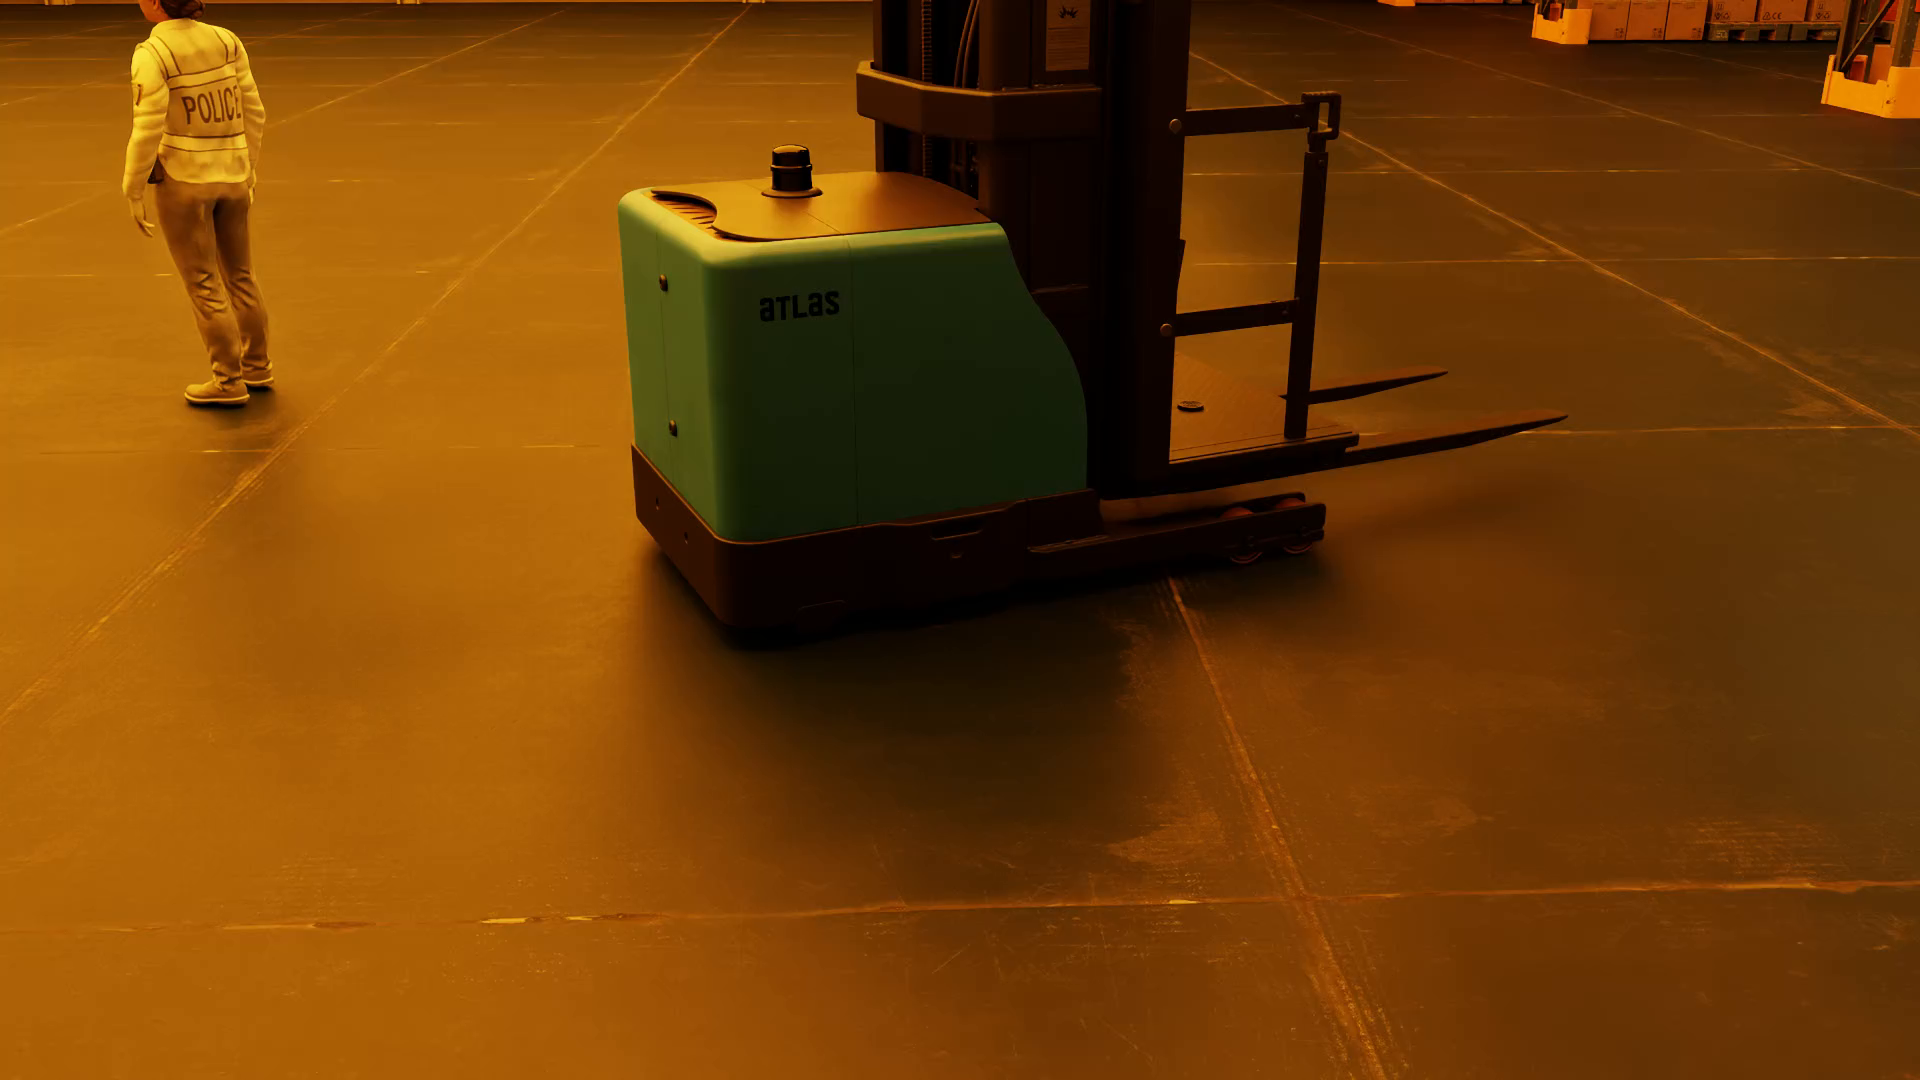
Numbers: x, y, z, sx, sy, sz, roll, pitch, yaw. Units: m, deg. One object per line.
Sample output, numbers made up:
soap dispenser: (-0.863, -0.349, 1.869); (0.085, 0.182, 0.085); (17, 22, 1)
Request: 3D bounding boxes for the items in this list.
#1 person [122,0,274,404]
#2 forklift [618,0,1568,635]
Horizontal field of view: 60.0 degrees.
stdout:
person: (-2.895, -1.338, 6.243); (0.531, 1.694, 0.587); (11, 24, 26)
forklift: (0.552, -1.458, 4.875); (3.031, 2.935, 1.130); (-10, 23, -23)
